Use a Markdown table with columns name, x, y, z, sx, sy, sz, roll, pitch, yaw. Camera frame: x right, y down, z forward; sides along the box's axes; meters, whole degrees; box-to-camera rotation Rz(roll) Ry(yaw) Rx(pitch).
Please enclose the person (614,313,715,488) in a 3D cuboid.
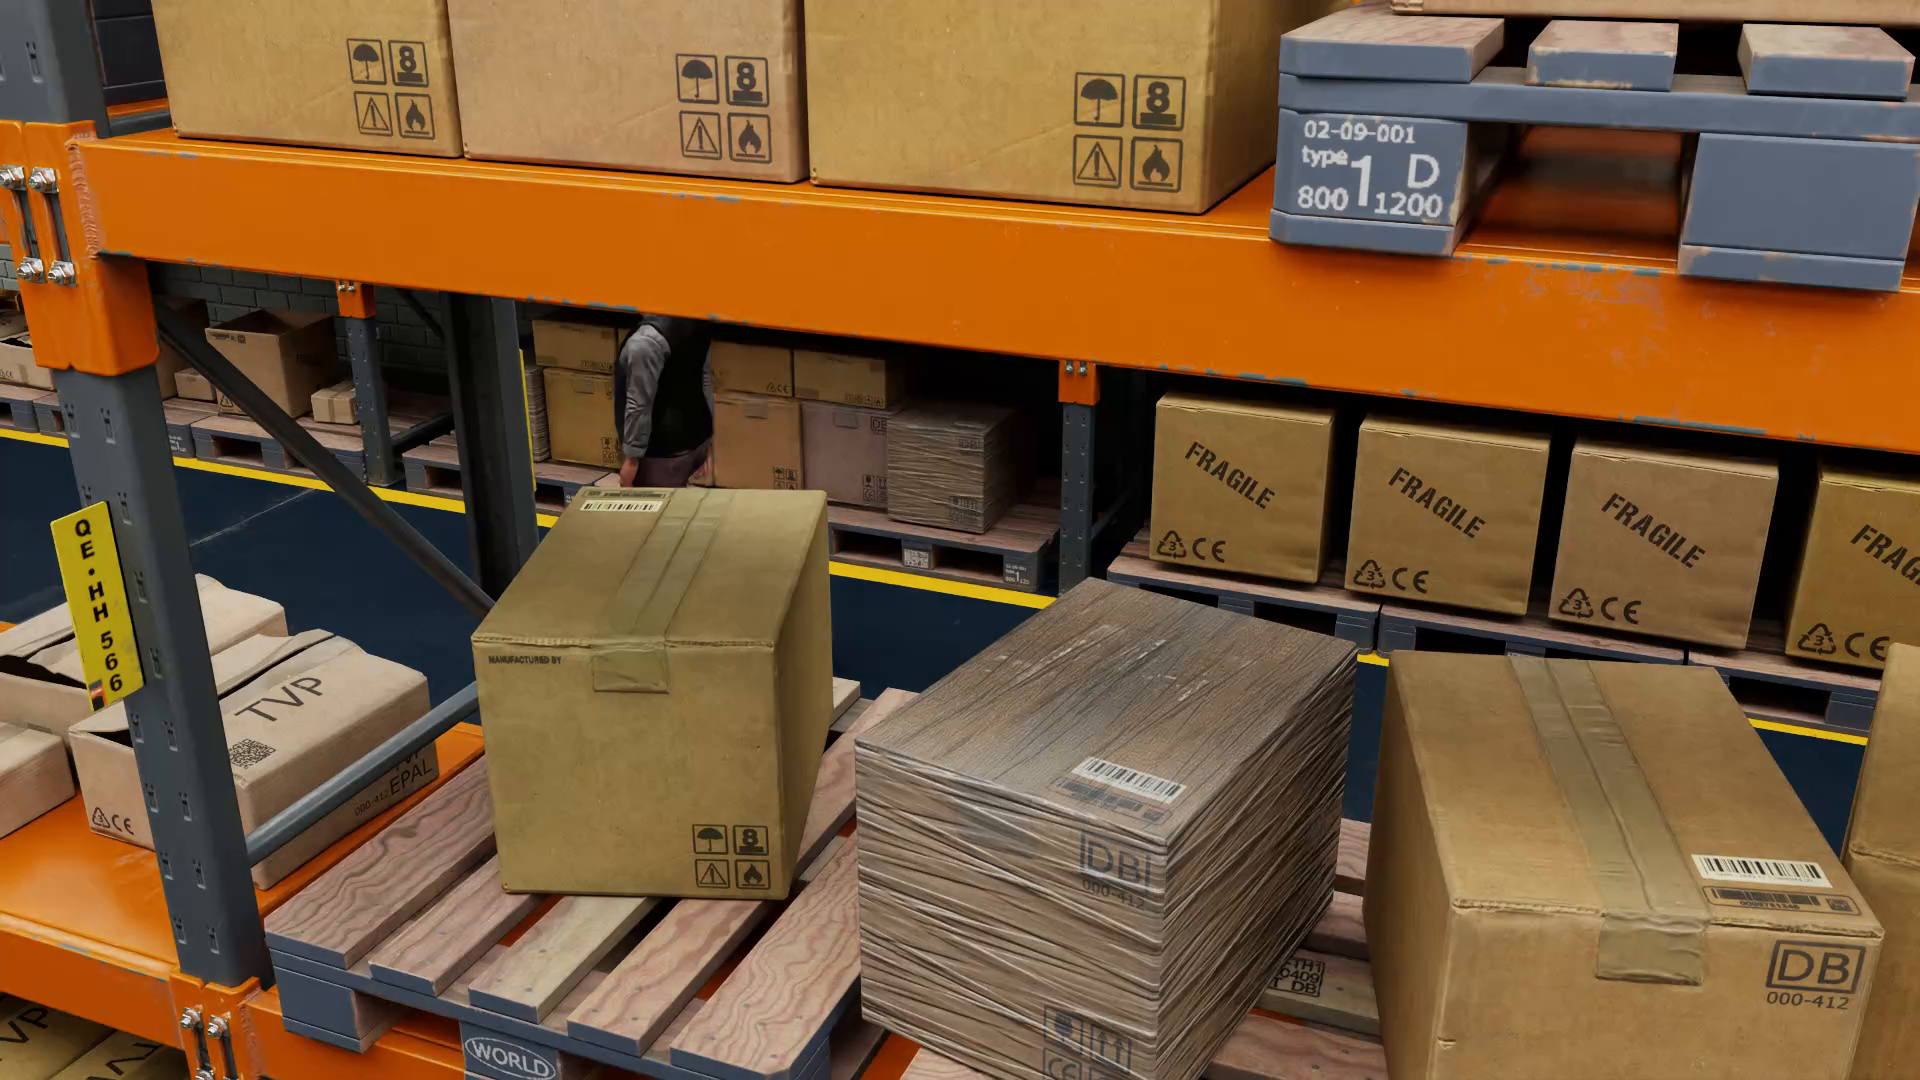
| name | x | y | z | sx | sy | sz | roll | pitch | yaw |
| --- | --- | --- | --- | --- | --- | --- | --- | --- | --- |
| person | -1.177 | -0.310 | 7.029 | 0.582 | 1.447 | 0.535 | 7 | 23 | 18 |
